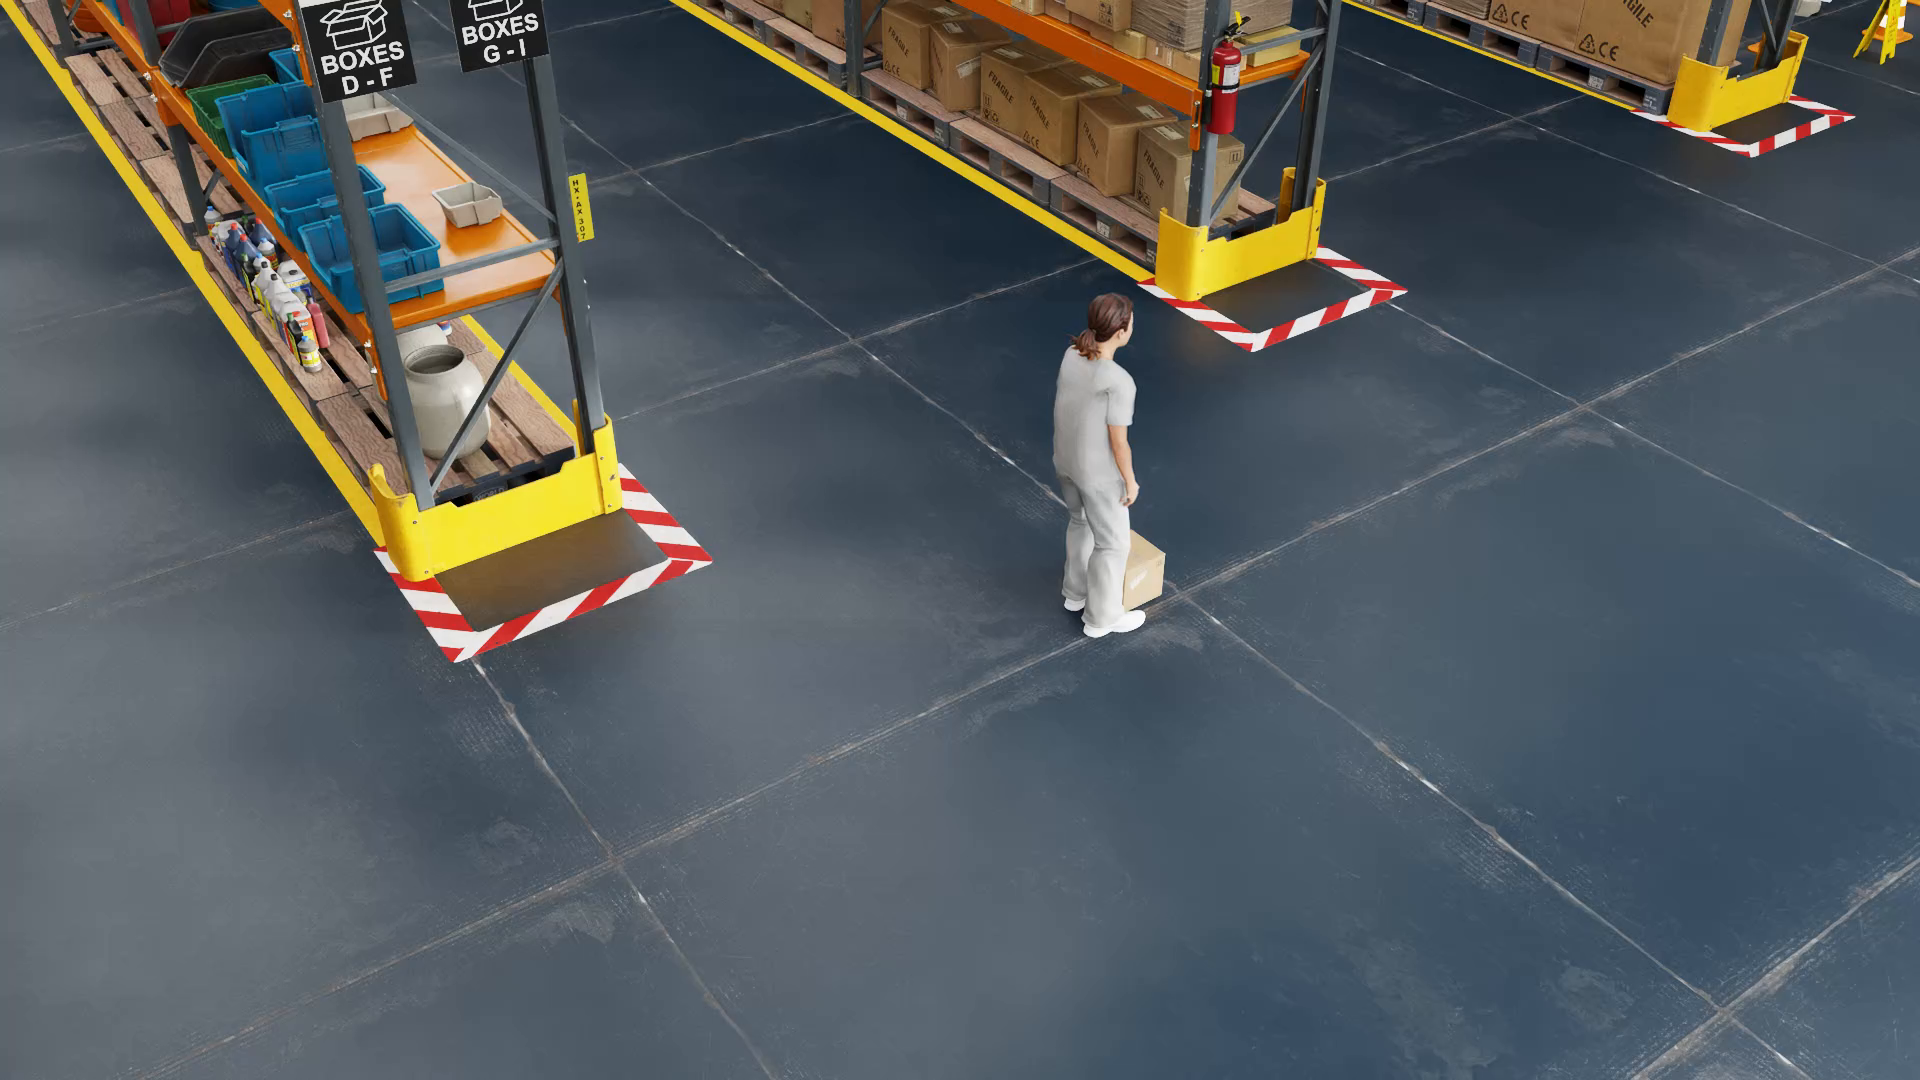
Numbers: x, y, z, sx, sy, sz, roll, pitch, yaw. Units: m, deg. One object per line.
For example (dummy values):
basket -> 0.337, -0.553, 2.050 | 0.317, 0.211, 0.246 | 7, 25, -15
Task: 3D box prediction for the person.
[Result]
person -> 0.627, -0.341, 7.462 | 0.406, 1.673, 0.486 | -22, 42, -27
